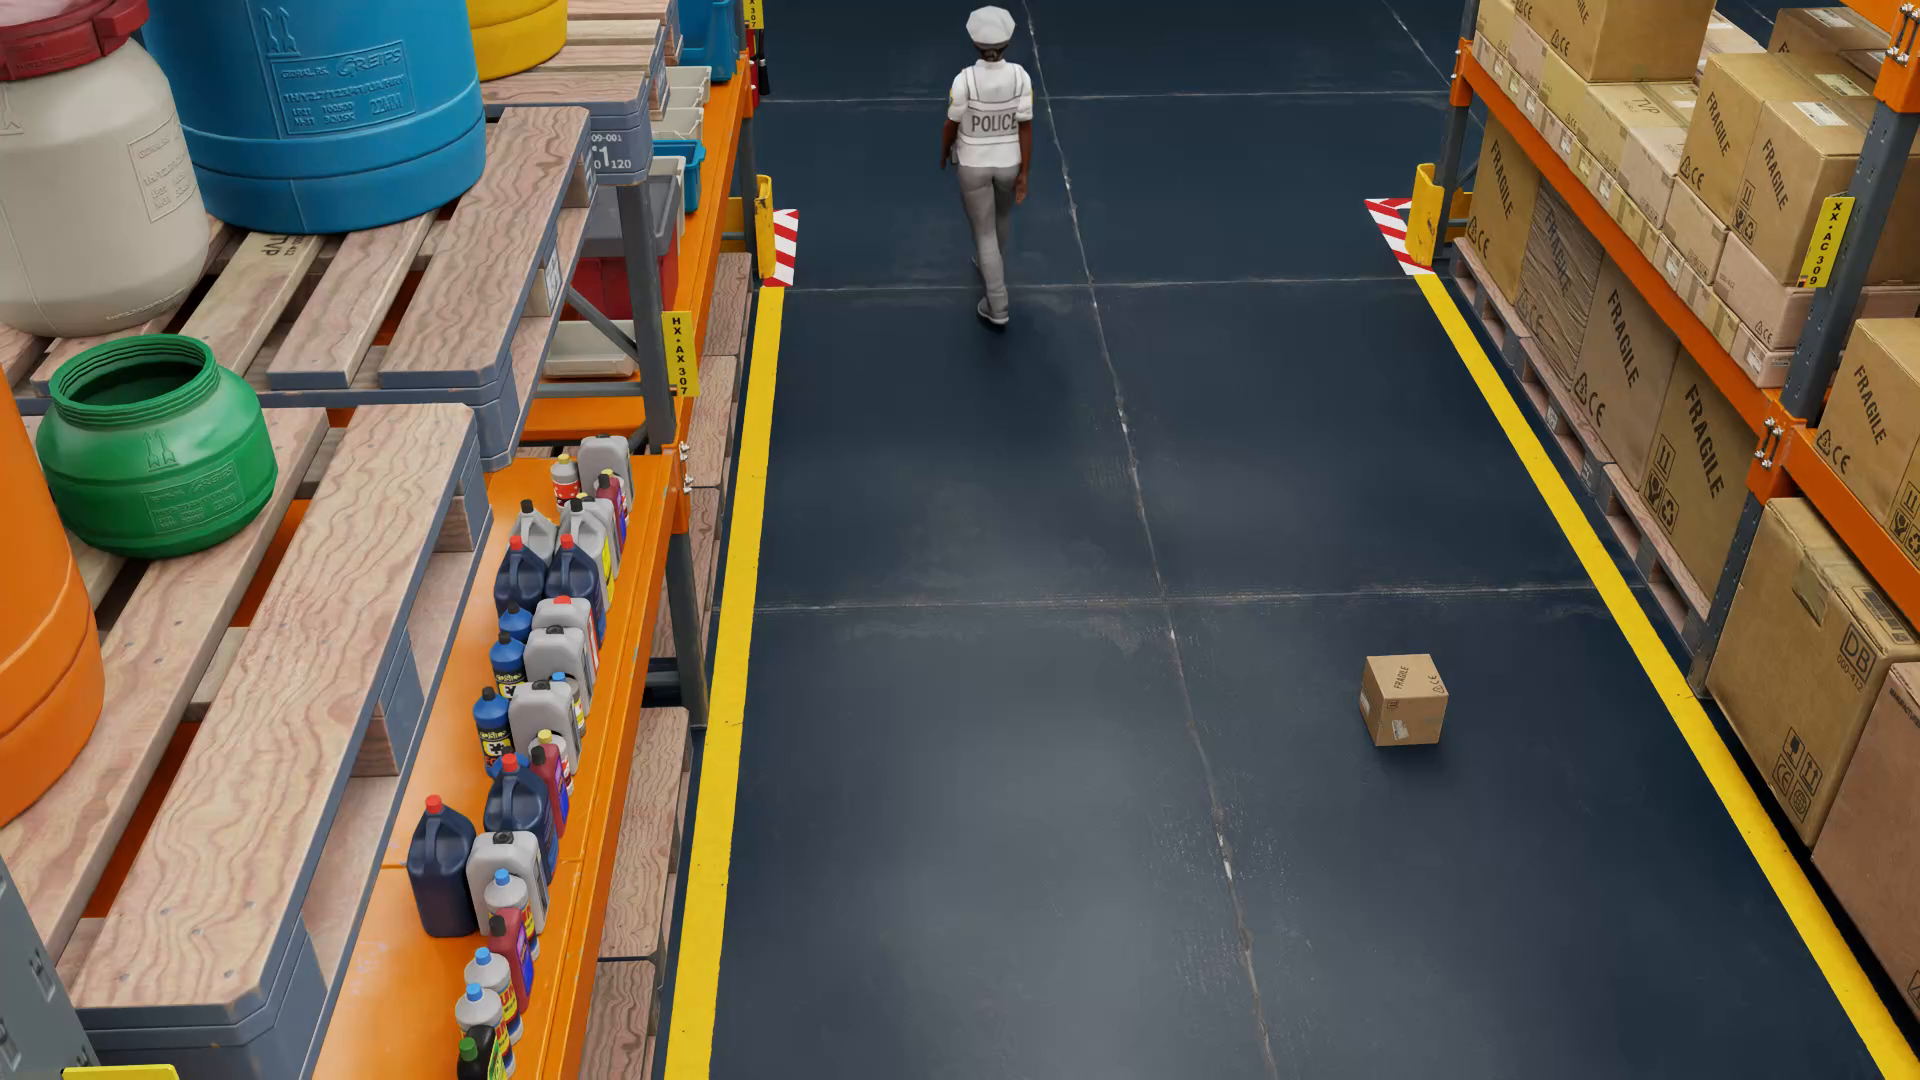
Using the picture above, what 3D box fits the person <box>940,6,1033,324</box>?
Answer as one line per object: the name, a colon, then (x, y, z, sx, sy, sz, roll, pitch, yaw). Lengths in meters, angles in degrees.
person: (0.115, -2.087, 9.027, 0.449, 1.653, 0.921, -10, 37, -14)
